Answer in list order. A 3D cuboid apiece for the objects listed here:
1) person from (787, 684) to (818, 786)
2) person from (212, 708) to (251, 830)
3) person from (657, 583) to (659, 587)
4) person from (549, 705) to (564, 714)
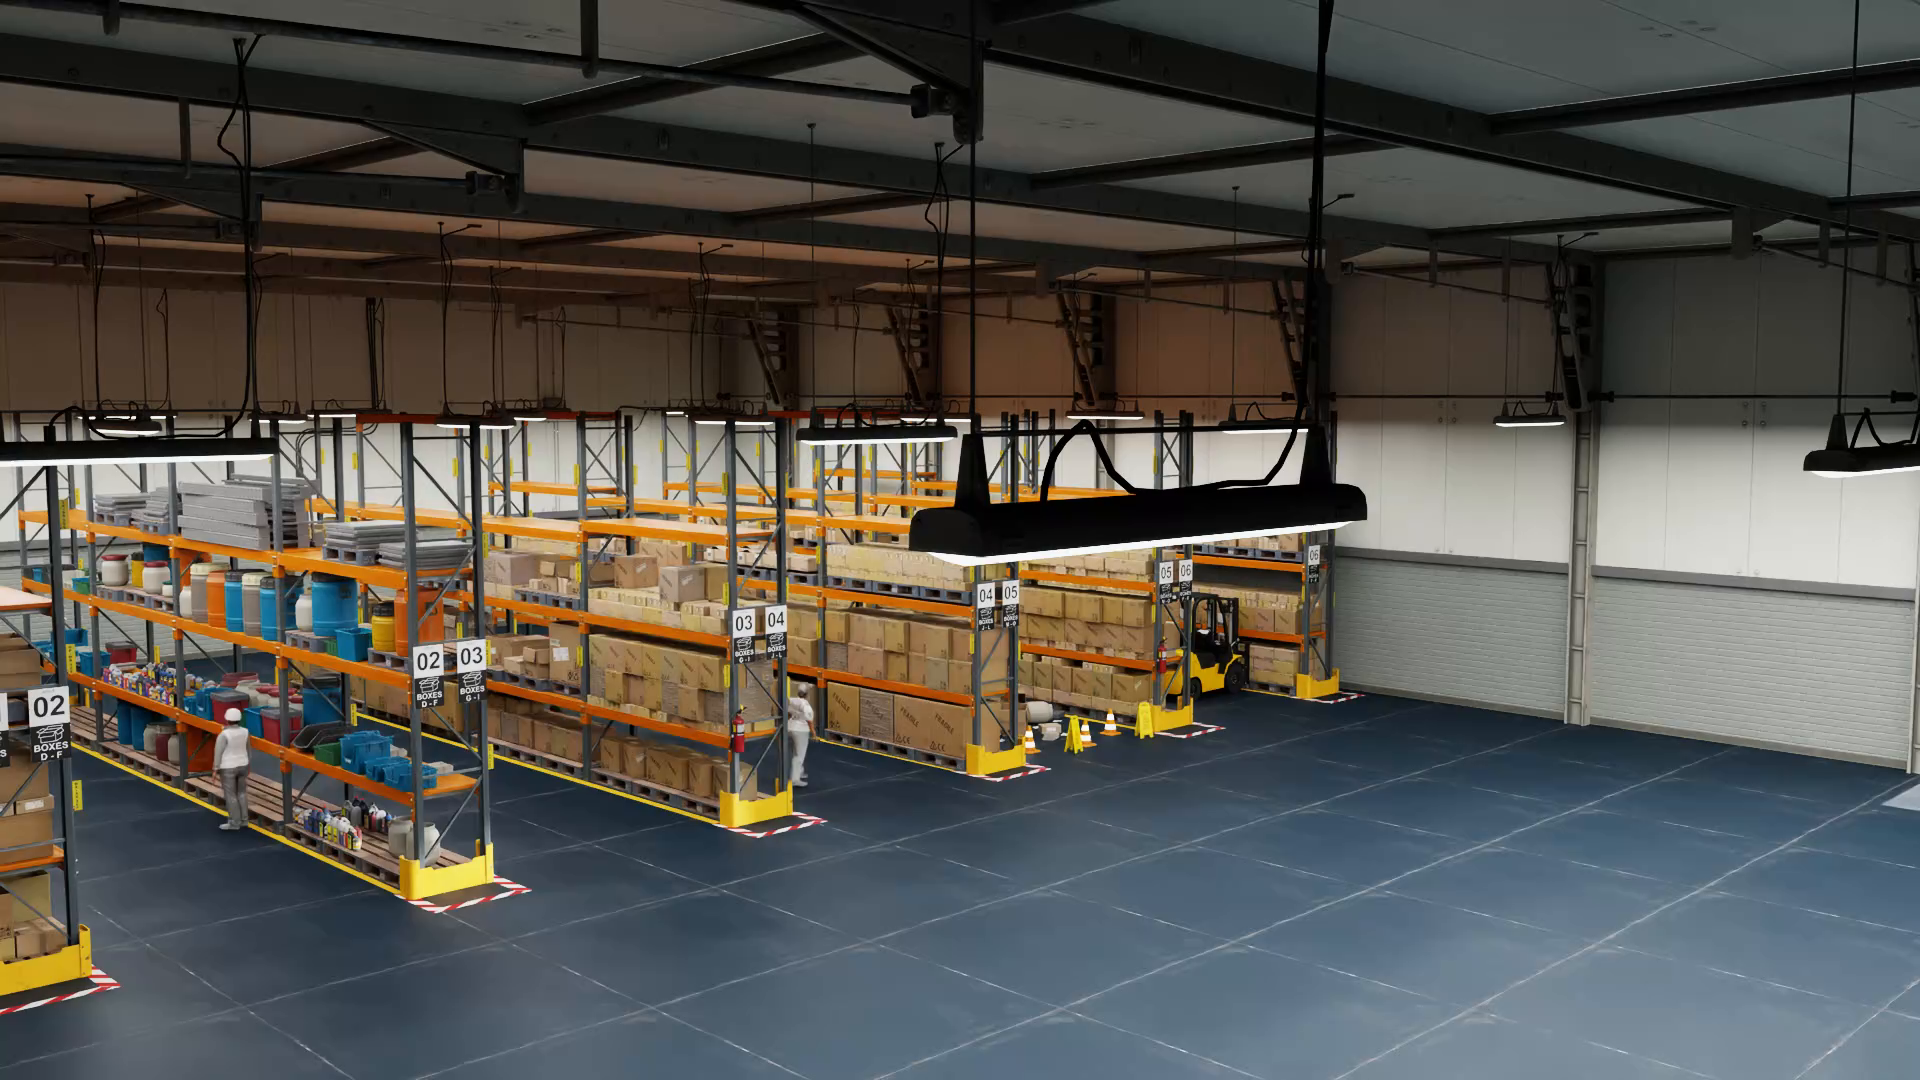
[{"bbox_3d":[-2.620,3.153,27.197,0.602,1.659,0.711,-3,6,-32],"label":"person"},{"bbox_3d":[-10.628,3.350,24.269,0.395,1.813,0.628,3,6,28],"label":"person"},{"bbox_3d":[-8.028,1.731,43.745,0.473,1.699,0.525,-1,5,-6],"label":"person"},{"bbox_3d":[-7.629,2.746,31.668,0.772,1.813,0.875,-5,7,-43],"label":"person"}]
